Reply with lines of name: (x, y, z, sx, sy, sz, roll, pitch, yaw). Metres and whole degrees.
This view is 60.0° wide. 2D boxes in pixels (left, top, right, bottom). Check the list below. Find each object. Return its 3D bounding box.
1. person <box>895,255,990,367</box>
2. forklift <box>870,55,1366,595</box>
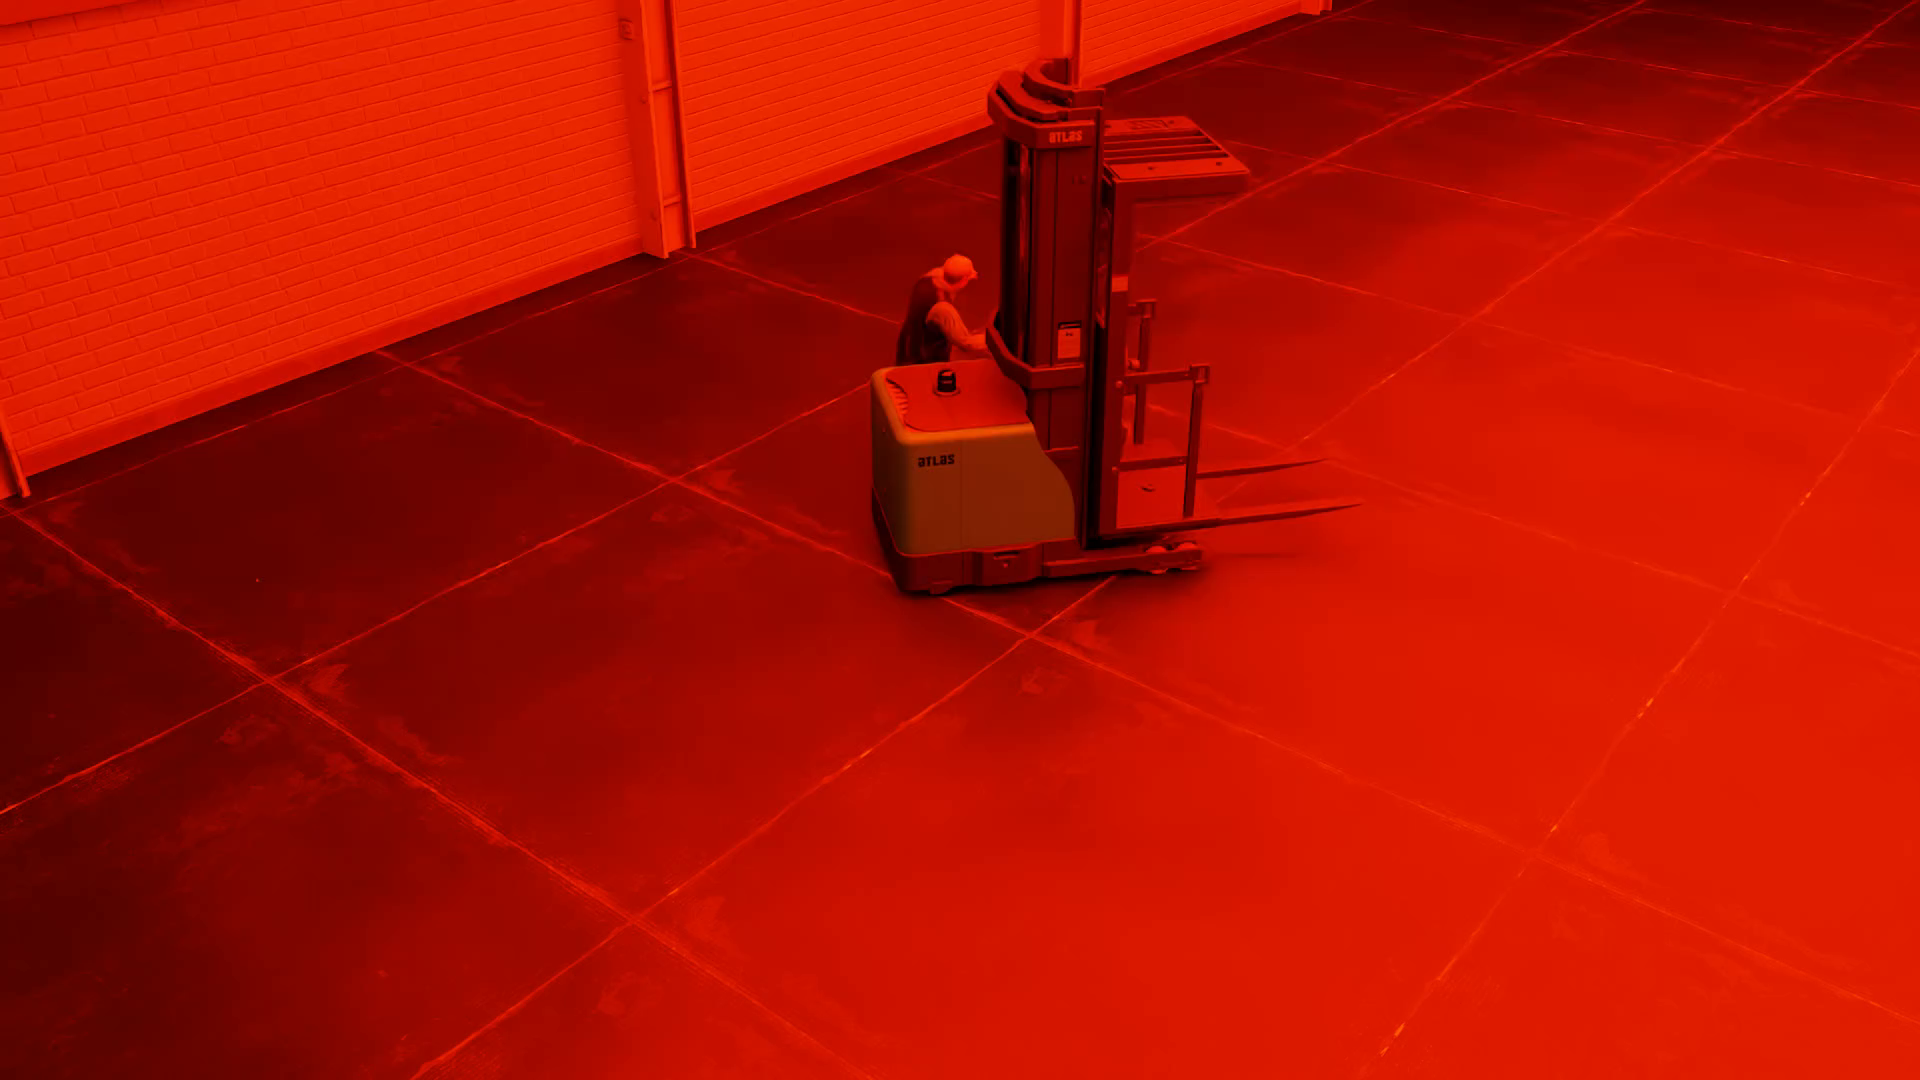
person: (-0.023, -1.176, 11.077, 0.785, 1.455, 1.523, -7, 31, -12)
forklift: (1.011, -1.313, 9.842, 3.031, 2.935, 1.130, -6, 31, -11)
